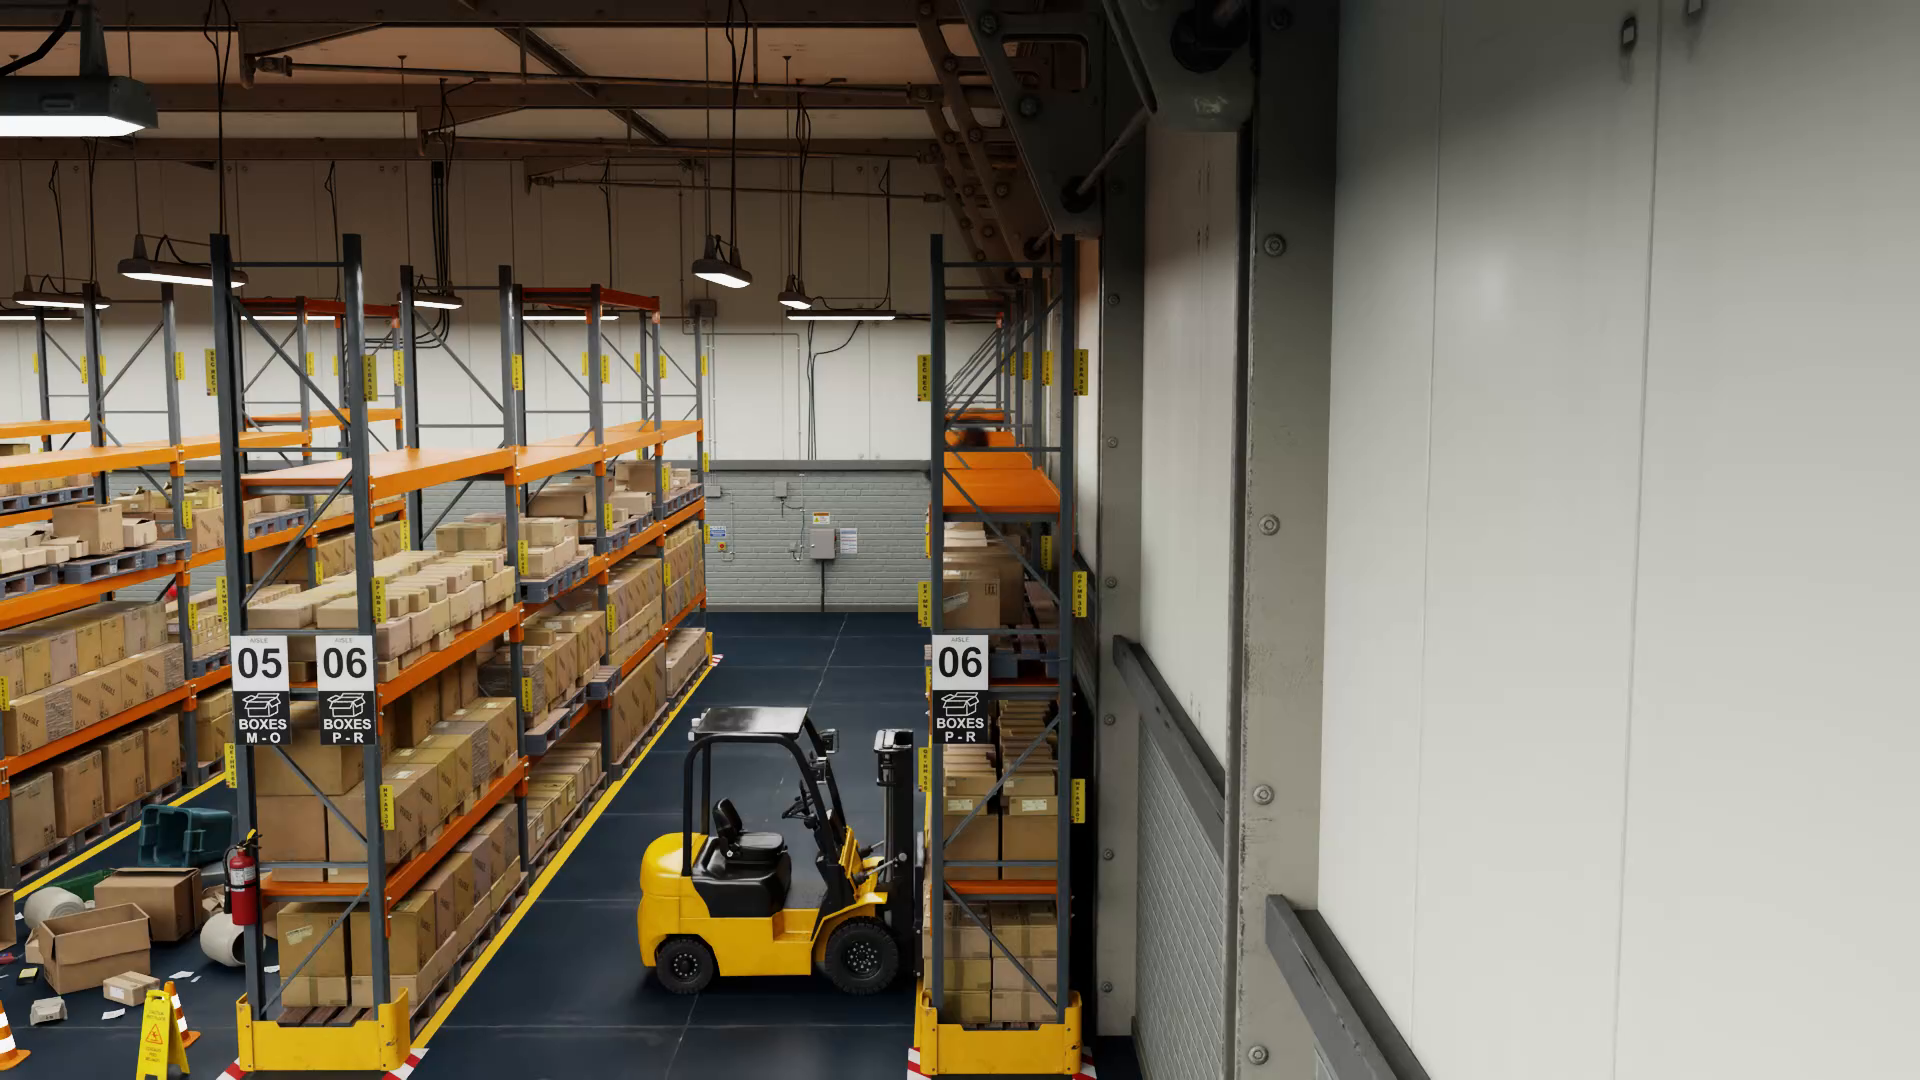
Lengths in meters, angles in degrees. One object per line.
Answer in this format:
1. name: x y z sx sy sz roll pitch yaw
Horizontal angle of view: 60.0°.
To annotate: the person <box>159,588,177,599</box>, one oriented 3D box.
1. person: -11.485 1.579 24.457 0.530 1.789 0.988 0 6 4
